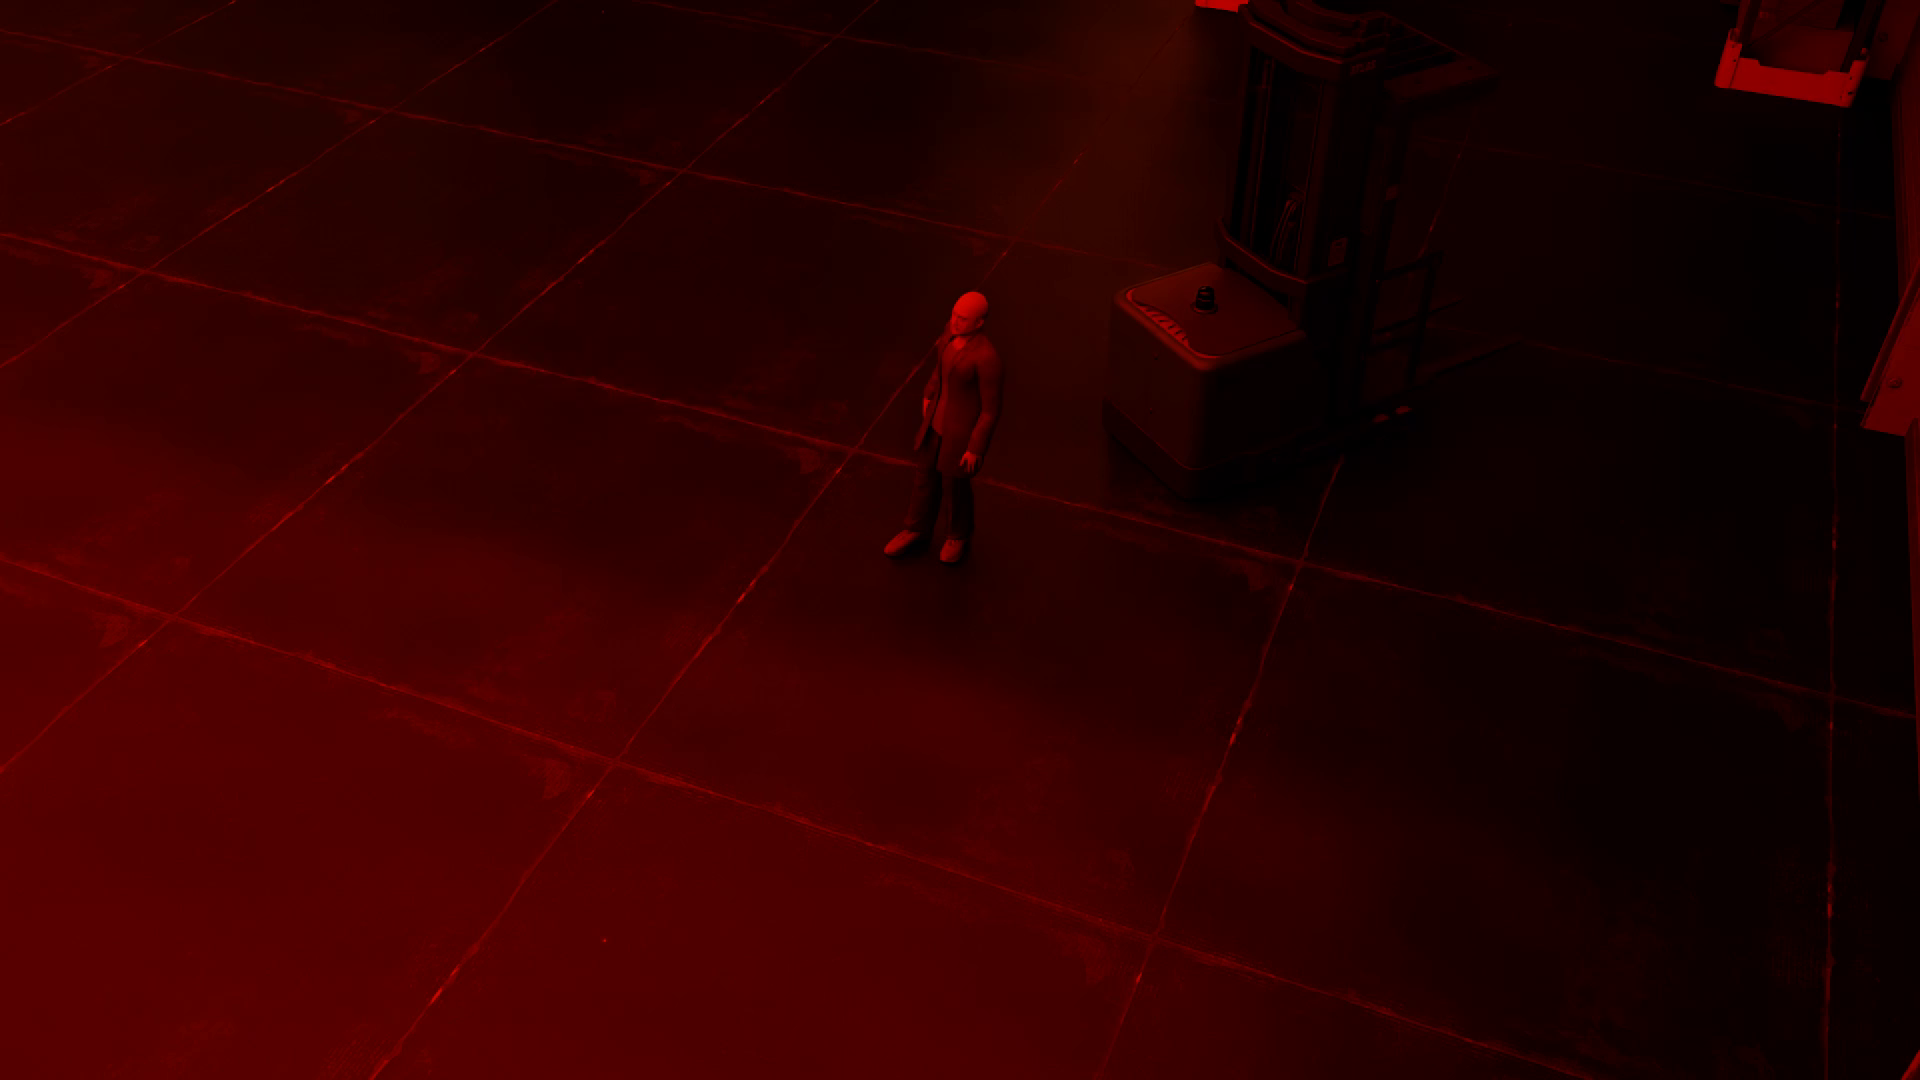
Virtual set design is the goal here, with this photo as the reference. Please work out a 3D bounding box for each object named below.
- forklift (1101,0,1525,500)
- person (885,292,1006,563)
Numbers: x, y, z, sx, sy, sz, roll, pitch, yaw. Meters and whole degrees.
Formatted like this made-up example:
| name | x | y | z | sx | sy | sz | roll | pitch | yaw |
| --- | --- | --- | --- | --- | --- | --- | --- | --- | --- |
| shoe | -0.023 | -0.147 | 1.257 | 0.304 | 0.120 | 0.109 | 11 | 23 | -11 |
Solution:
| name | x | y | z | sx | sy | sz | roll | pitch | yaw |
| --- | --- | --- | --- | --- | --- | --- | --- | --- | --- |
| forklift | 2.480 | -2.072 | 10.482 | 3.031 | 2.935 | 1.130 | -20 | 44 | -22 |
| person | -0.129 | -0.625 | 9.656 | 0.659 | 1.776 | 0.703 | -19 | 44 | -21 |
